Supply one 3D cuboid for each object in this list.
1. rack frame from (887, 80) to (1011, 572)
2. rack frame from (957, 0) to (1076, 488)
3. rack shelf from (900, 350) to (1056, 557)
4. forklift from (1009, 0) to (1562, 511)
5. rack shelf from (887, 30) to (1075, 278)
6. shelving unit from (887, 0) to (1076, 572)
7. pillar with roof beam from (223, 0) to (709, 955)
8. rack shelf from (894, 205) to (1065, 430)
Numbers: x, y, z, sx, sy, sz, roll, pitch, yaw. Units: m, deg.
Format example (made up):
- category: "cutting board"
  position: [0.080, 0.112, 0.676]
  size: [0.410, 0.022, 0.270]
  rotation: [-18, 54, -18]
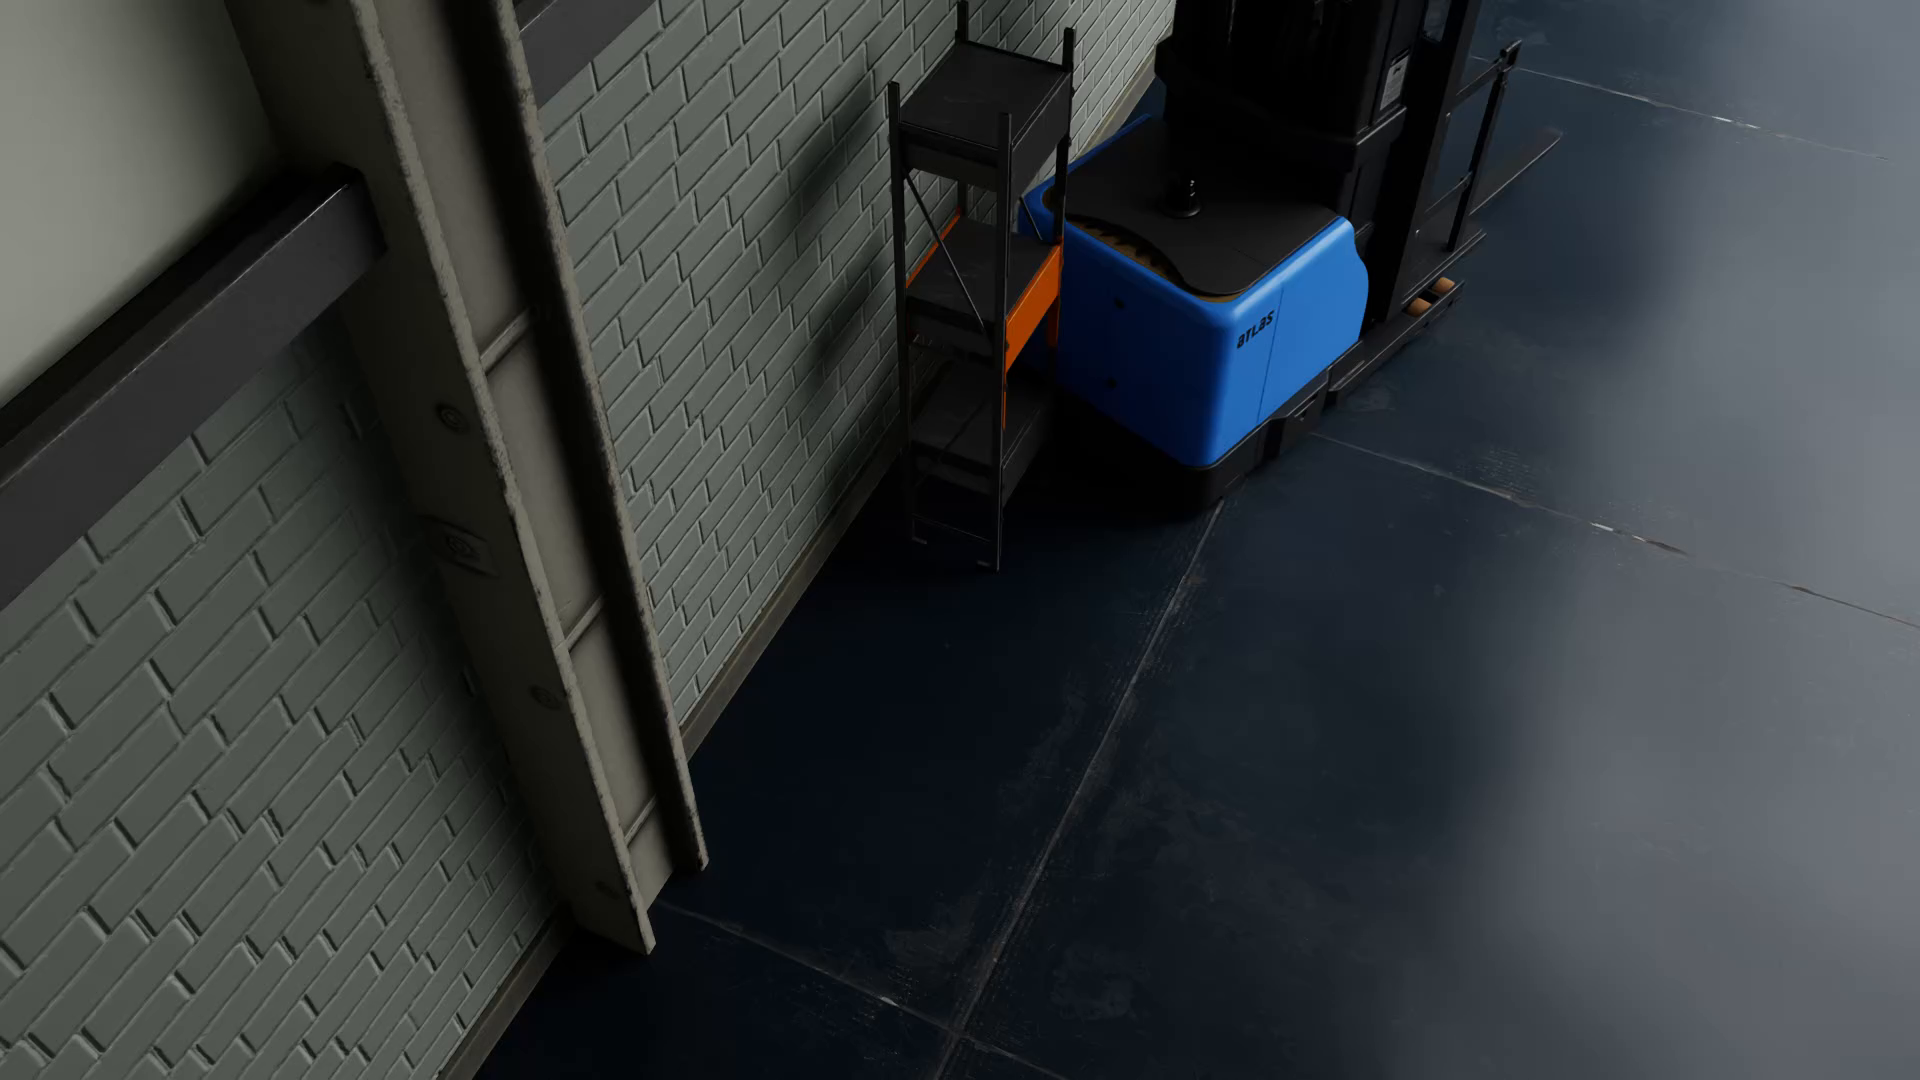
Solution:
- category: "rack frame"
  position: [-0.034, -0.626, 5.719]
  size: [0.400, 2.100, 0.015]
  rotation: [20, 52, 16]
- category: "rack frame"
  position: [0.175, -0.962, 6.005]
  size: [0.400, 2.100, 0.015]
  rotation: [20, 52, 16]
- category: "rack shelf"
  position: [0.071, -0.332, 6.406]
  size: [0.431, 0.518, 0.480]
  rotation: [20, 52, 16]
- category: "forklift"
  position: [1.585, -2.091, 6.420]
  size: [1.130, 2.935, 3.031]
  rotation: [36, 58, 27]
- category: "rack shelf"
  position: [0.071, -1.239, 5.340]
  size: [0.431, 0.518, 0.480]
  rotation: [20, 52, 16]
- category: "shelving unit"
  position: [0.071, -0.794, 5.862]
  size: [0.431, 2.100, 0.503]
  rotation: [20, 52, 16]
- category: "pillar with roof beam"
  position: [2.821, -0.347, 0.952]
  size: [9.100, 9.000, 0.400]
  rotation: [20, 52, 16]
- category: "rack shelf"
  position: [0.071, -0.786, 5.873]
  size: [0.431, 0.518, 0.480]
  rotation: [20, 52, 16]
